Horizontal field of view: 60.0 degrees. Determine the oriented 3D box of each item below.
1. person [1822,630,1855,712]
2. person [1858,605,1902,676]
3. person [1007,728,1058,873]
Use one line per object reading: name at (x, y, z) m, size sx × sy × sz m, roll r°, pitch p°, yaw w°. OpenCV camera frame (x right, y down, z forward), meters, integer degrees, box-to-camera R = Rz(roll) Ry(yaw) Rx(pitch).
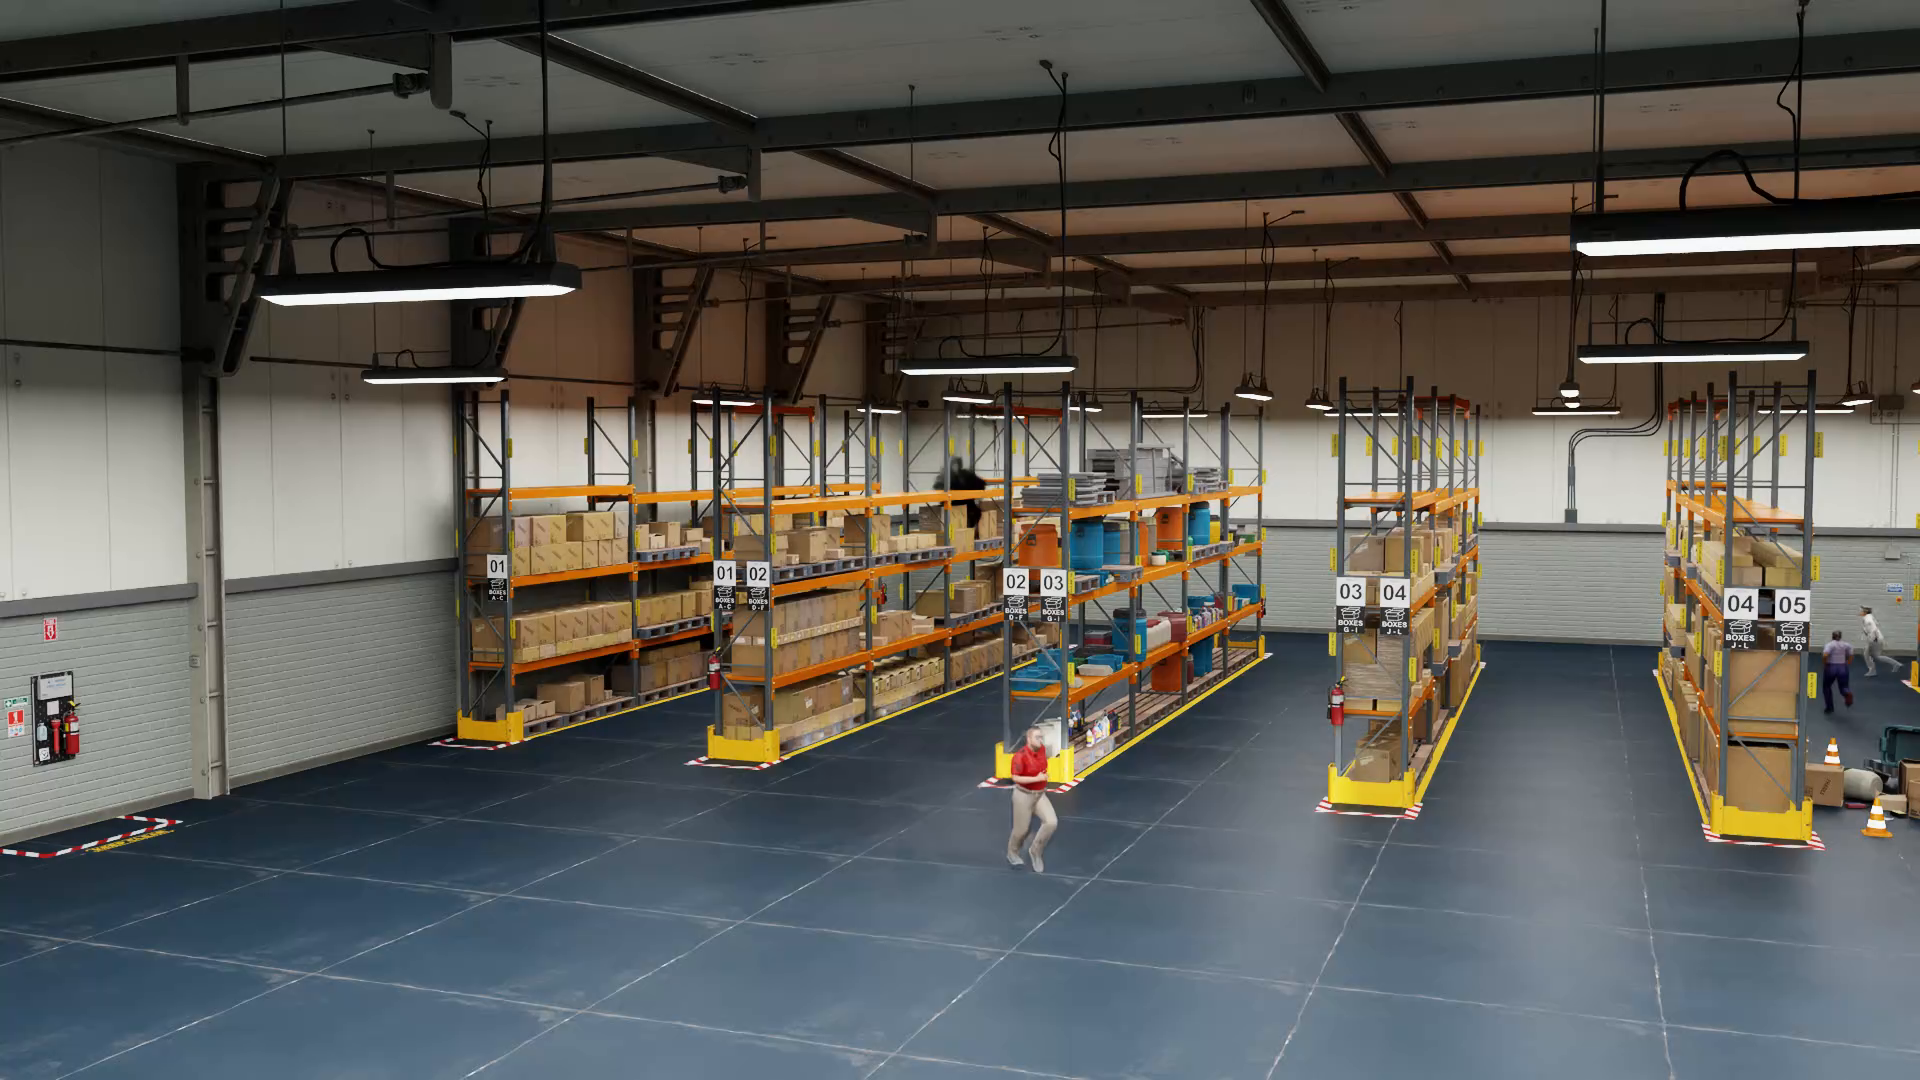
person at (16.527, 2.499, 31.334) m, size 0.595 × 1.624 × 0.890 m, roll 1°, pitch 3°, yaw 11°
person at (20.144, 2.231, 36.416) m, size 0.867 × 1.603 × 0.606 m, roll 2°, pitch 4°, yaw 28°
person at (0.842, 3.068, 19.644) m, size 0.692 × 1.730 × 0.836 m, roll -3°, pitch 4°, yaw -39°
